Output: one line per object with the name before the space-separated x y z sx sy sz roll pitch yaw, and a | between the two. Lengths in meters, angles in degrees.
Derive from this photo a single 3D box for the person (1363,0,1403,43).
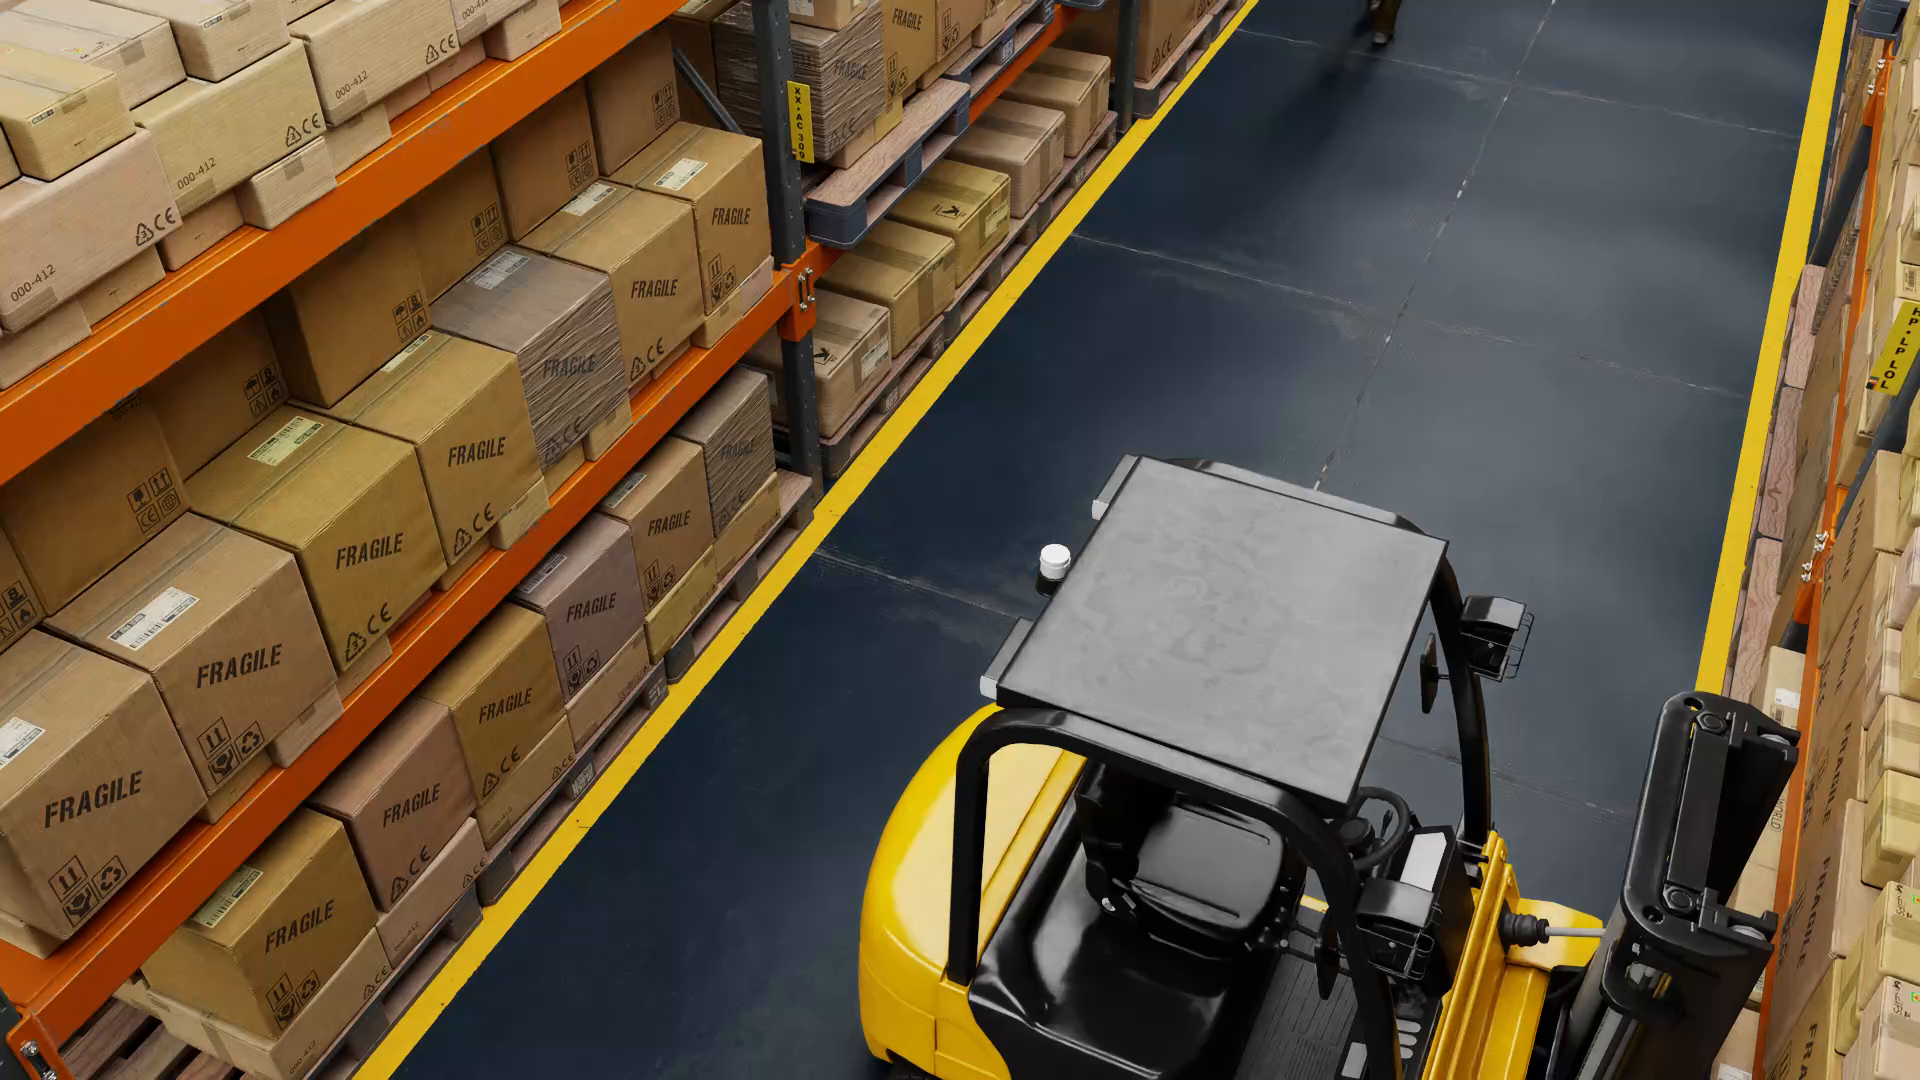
person | 2.920 -4.146 10.896 0.659 1.855 0.582 17 44 18
